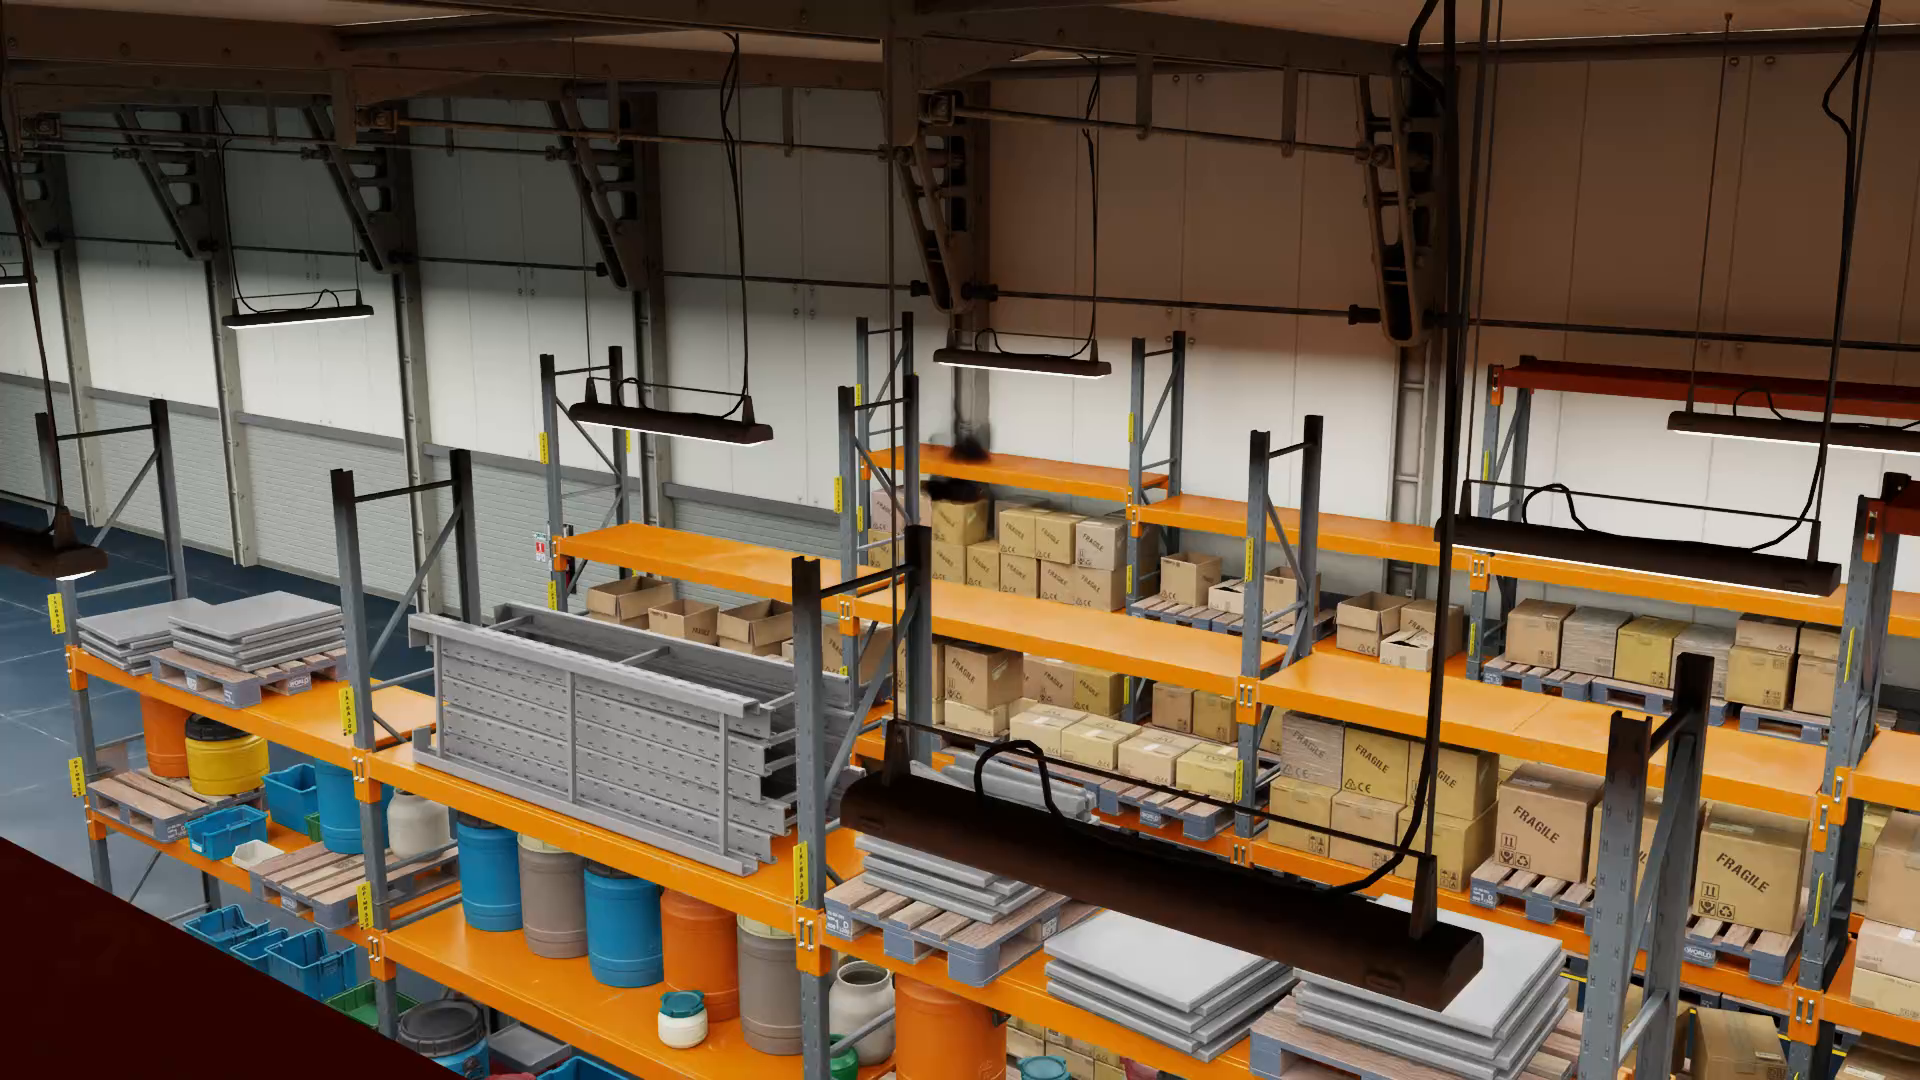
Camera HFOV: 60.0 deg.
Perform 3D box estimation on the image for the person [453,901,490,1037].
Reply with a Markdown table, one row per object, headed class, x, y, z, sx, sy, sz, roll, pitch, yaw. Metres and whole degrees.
| class | x | y | z | sx | sy | sz | roll | pitch | yaw |
| --- | --- | --- | --- | --- | --- | --- | --- | --- | --- |
| person | -4.251 | 3.891 | 14.631 | 0.577 | 1.724 | 0.698 | 11 | 17 | 38 |
